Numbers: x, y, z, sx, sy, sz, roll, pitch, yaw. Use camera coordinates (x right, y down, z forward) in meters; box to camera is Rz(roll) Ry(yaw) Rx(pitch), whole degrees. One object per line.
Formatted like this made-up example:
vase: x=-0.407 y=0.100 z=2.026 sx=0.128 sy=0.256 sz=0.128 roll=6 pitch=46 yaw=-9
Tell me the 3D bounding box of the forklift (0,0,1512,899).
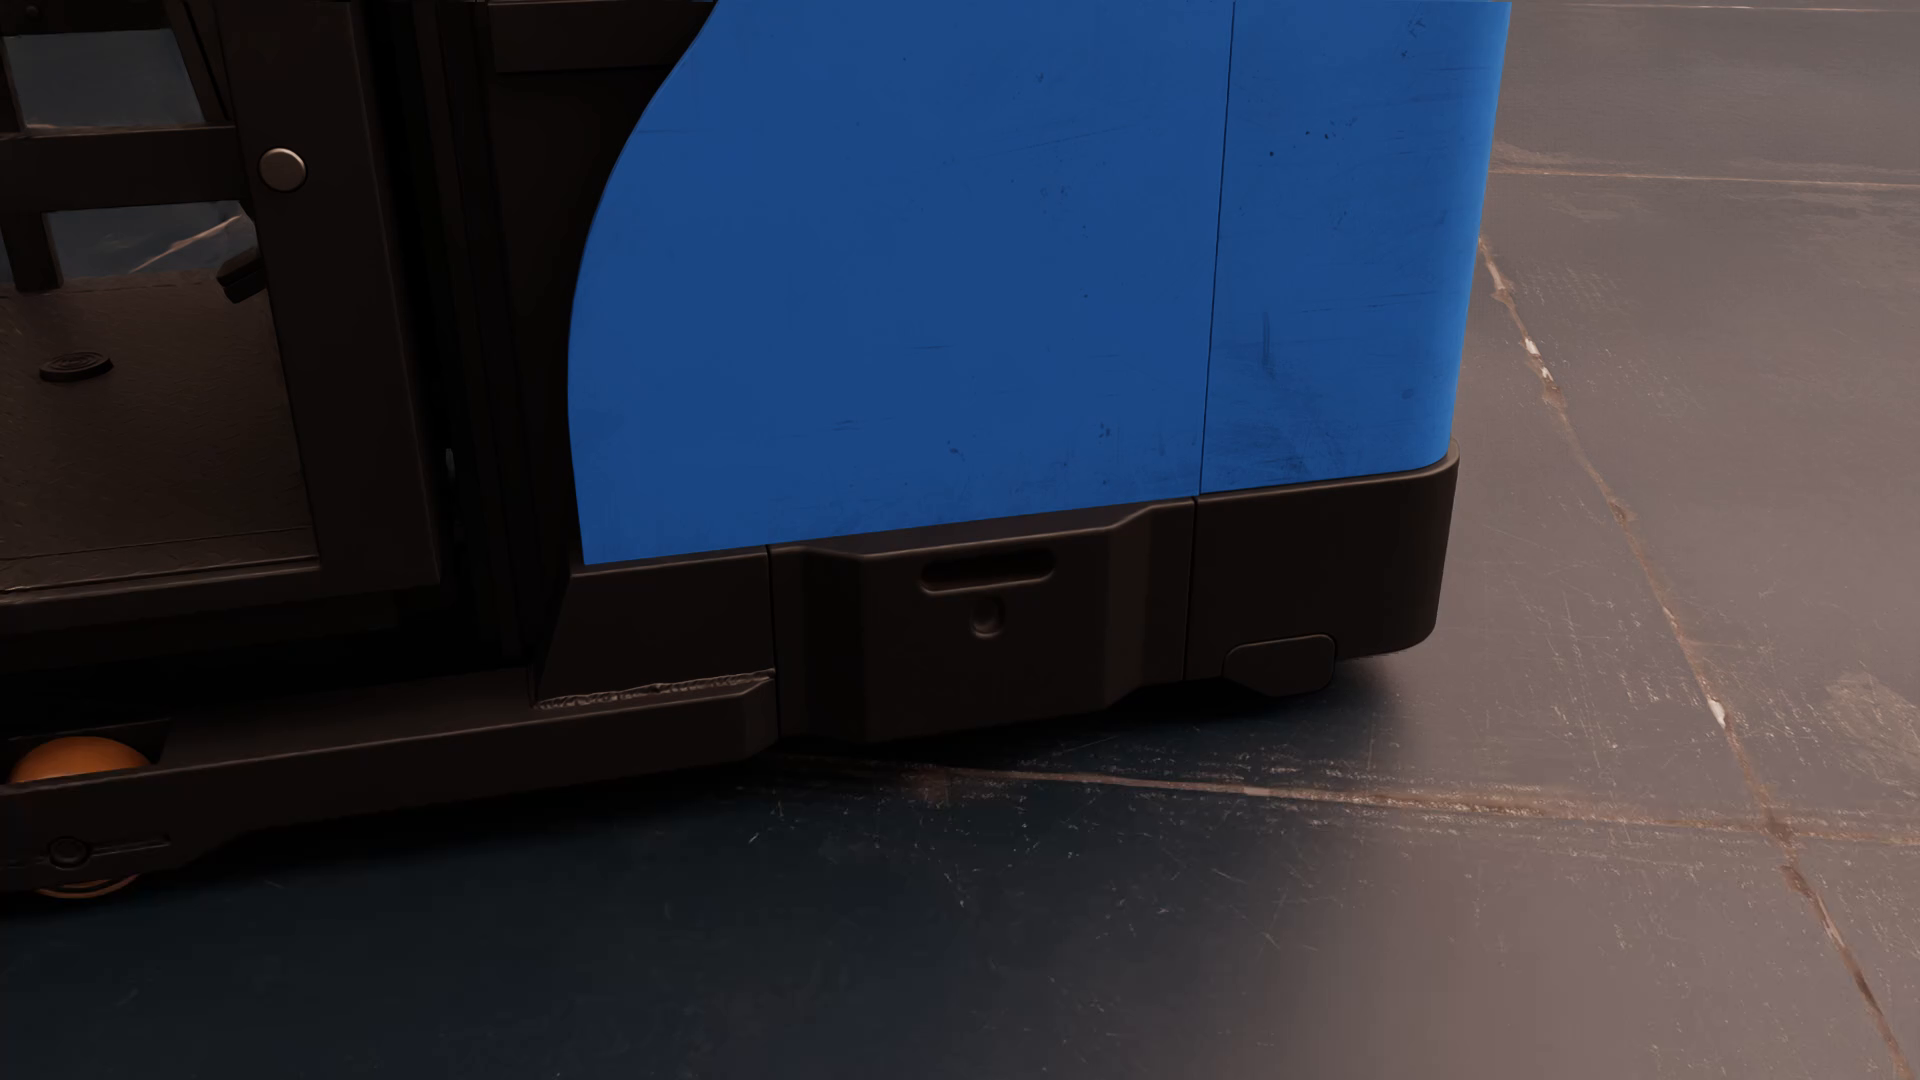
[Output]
forklift: x=-0.963 y=-1.175 z=1.572 sx=3.031 sy=2.935 sz=1.130 roll=-7 pitch=27 yaw=-13
